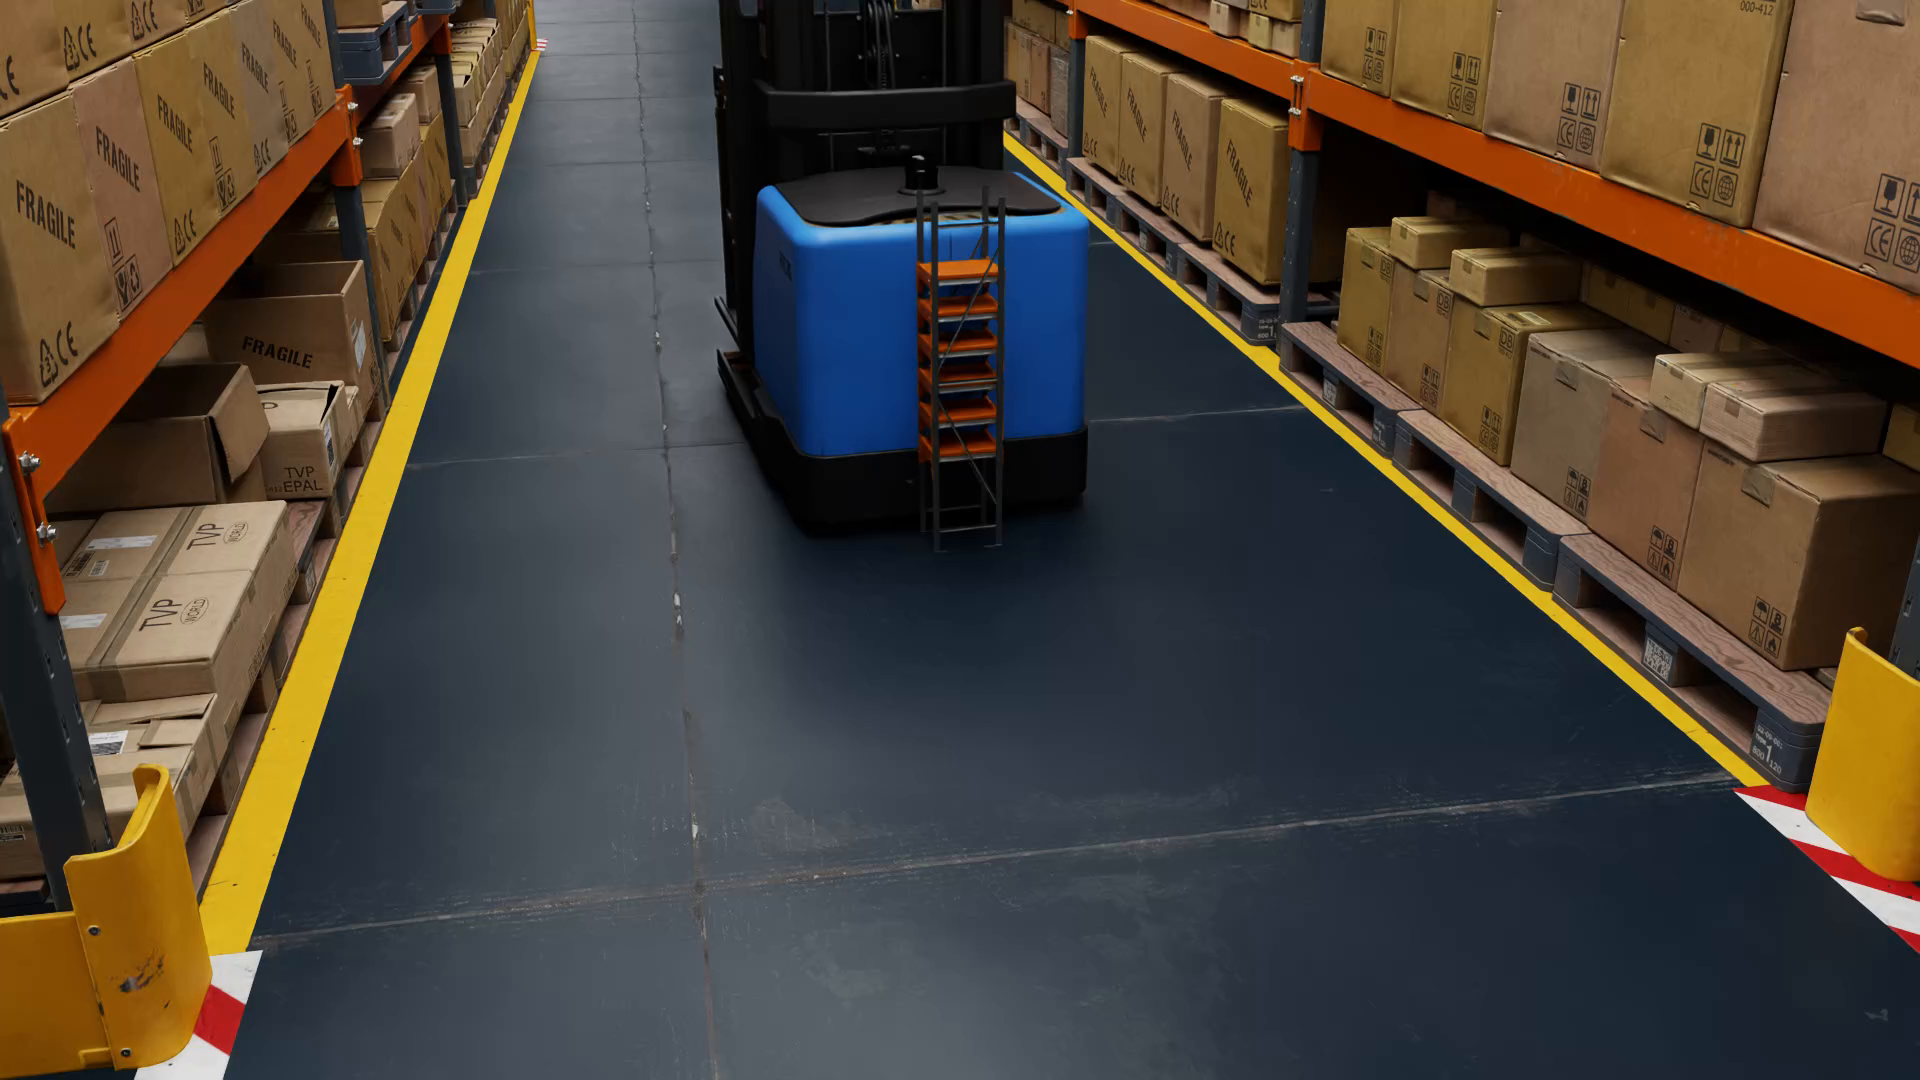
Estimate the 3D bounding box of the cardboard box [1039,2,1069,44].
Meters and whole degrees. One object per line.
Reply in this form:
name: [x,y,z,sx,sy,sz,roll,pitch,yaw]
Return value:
cardboard box: [0.903,-3.943,12.666,0.500,0.250,0.500,-4,24,-10]

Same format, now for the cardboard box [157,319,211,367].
cardboard box: [-3.032,-0.680,6.368,0.500,0.311,0.500,-4,24,-10]

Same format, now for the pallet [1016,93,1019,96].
pallet: [0.637,-3.822,14.238,1.003,0.211,1.213,-4,24,-10]

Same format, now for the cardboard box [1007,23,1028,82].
cardboard box: [0.788,-3.975,13.676,0.700,0.500,0.500,-5,24,-11]

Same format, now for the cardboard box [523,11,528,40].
cardboard box: [-4.622,-5.159,16.725,0.500,0.250,0.500,-4,24,-10]

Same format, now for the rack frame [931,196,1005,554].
rack frame: [0.026,-0.515,5.431,0.240,1.200,0.006,-6,24,-14]

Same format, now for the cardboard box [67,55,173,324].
cardboard box: [-2.081,-0.761,3.619,0.500,0.500,0.500,-5,24,-10]

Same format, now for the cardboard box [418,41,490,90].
cardboard box: [-3.738,-3.491,12.205,0.500,0.311,0.500,-5,24,-10]

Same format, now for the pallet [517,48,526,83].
pallet: [-4.711,-4.557,15.920,1.003,0.211,1.213,-4,24,-10]

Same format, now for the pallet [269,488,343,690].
pallet: [-2.542,0.138,5.172,1.003,0.211,1.213,-4,24,-10]

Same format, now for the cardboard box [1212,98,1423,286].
cardboard box: [1.722,-1.713,8.085,0.750,0.750,0.750,-4,24,-9]

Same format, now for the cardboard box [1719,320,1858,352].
cardboard box: [2.562,-0.562,5.076,0.380,0.149,0.250,-4,24,-9]

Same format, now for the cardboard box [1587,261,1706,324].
cardboard box: [2.420,-0.862,5.764,0.380,0.149,0.250,-5,24,-11]

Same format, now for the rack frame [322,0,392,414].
rack frame: [-2.897,-1.891,6.333,1.000,3.000,0.127,-4,24,-10]

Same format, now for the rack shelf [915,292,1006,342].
rack shelf: [0.001,-0.730,5.433,0.258,0.103,0.180,-6,24,-14]

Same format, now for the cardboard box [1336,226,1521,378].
cardboard box: [2.008,-1.005,6.901,0.700,0.500,0.500,-4,24,-9]

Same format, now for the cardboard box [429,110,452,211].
cardboard box: [-3.233,-2.170,9.545,0.500,0.500,0.500,-3,24,-8]

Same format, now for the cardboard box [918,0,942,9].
cardboard box: [-0.017,-5.240,16.574,0.700,0.500,0.500,-6,24,-13]

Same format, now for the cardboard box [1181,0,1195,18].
cardboard box: [1.400,-2.874,8.871,0.380,0.149,0.250,-4,24,-8]

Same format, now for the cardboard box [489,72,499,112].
cardboard box: [-3.828,-3.429,12.763,0.500,0.250,0.500,-4,24,-9]

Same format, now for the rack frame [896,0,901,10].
rack frame: [-0.249,-6.980,17.983,1.000,3.000,0.127,-4,24,-10]

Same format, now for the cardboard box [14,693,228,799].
cardboard box: [-1.943,0.490,3.870,0.380,0.166,0.250,-4,24,-10]

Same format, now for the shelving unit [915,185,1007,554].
shelving unit: [0.001,-0.551,5.512,0.258,1.200,0.189,-6,24,-14]

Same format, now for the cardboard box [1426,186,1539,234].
cardboard box: [2.176,-1.374,6.936,0.380,0.149,0.250,-4,24,-10]

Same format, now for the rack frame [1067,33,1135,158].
rack frame: [1.231,-3.833,10.778,1.000,3.000,0.127,-4,24,-10]

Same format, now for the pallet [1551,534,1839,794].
pallet: [2.485,0.283,4.838,1.003,0.211,1.213,-4,24,-10]

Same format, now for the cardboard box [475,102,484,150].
cardboard box: [-3.539,-2.823,11.376,0.500,0.250,0.500,-5,24,-11]

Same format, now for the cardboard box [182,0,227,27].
cardboard box: [-2.267,-1.618,4.333,0.500,0.500,0.500,-5,24,-10]

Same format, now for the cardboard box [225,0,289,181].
cardboard box: [-2.359,-1.355,4.980,0.500,0.500,0.500,-4,24,-9]

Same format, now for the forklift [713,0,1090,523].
forklift: [-0.432,-1.966,6.589,1.130,2.935,3.031,-6,24,-14]

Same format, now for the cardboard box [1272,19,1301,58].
cardboard box: [1.630,-2.266,7.479,0.380,0.149,0.250,-4,24,-9]

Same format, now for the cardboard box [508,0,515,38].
cardboard box: [-4.255,-4.716,14.774,0.500,0.500,0.500,-4,24,-10]

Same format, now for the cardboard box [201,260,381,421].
cardboard box: [-2.513,-0.744,6.280,0.500,0.500,0.500,-4,24,-10]

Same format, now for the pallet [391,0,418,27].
pallet: [-3.273,-2.612,8.223,1.003,0.211,1.213,-4,24,-10]

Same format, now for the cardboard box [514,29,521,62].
cardboard box: [-4.339,-4.569,15.376,0.500,0.250,0.500,-4,24,-10]

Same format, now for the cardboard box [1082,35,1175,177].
cardboard box: [1.238,-2.741,10.440,0.750,0.750,0.750,-5,24,-10]

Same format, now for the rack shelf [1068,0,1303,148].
rack shelf: [1.601,-2.717,9.121,1.077,0.370,4.000,-4,24,-10]

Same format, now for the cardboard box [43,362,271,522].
cardboard box: [-2.545,-0.210,5.053,0.797,0.503,0.637,-4,24,-10]

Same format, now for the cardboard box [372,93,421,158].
cardboard box: [-3.025,-2.090,8.424,0.500,0.250,0.500,-5,24,-11]

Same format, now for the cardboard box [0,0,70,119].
cardboard box: [-1.980,-1.016,2.955,0.500,0.500,0.500,-4,24,-8]

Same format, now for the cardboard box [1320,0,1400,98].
cardboard box: [2.055,-2.182,6.624,0.980,0.700,0.700,-4,24,-9]

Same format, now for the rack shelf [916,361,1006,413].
rack shelf: [0.001,-0.510,5.529,0.258,0.103,0.180,-6,24,-14]

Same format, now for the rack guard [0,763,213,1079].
rack guard: [-2.172,0.798,3.299,1.175,0.500,0.348,-4,24,-10]

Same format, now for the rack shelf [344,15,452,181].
rack shelf: [-3.267,-2.348,8.278,1.077,0.370,4.000,-4,24,-10]

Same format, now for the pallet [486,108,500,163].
pallet: [-3.973,-2.993,12.338,1.003,0.211,1.213,-4,24,-10]

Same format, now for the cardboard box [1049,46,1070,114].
cardboard box: [1.065,-3.380,12.314,0.700,0.500,0.500,-4,24,-10]

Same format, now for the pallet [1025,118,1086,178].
pallet: [1.088,-2.863,12.040,1.003,0.211,1.213,-4,24,-10]

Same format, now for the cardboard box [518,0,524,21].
cardboard box: [-4.525,-5.306,16.126,0.500,0.500,0.500,-4,24,-10]

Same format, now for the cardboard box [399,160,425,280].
cardboard box: [-2.942,-1.562,8.152,0.500,0.500,0.500,-4,24,-9]

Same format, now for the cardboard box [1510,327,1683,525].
cardboard box: [2.296,-0.396,5.507,0.700,0.500,0.500,-5,24,-11]

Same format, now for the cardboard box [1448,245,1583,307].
cardboard box: [1.989,-0.949,5.962,0.380,0.149,0.250,-5,24,-11]

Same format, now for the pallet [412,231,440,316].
pallet: [-3.314,-1.412,8.718,1.003,0.211,1.213,-4,24,-10]

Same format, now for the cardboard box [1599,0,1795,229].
cardboard box: [2.460,-1.309,4.624,0.980,0.700,0.700,-4,24,-10]

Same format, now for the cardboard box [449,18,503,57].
cardboard box: [-4.020,-4.089,13.576,0.500,0.311,0.500,-4,24,-10]

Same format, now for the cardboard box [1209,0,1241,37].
cardboard box: [1.450,-2.568,8.171,0.380,0.149,0.250,-4,24,-10]

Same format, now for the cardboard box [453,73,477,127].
cardboard box: [-3.445,-2.882,10.811,0.500,0.311,0.500,-4,24,-8]

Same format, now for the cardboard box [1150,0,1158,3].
cardboard box: [1.292,-3.178,9.569,0.380,0.149,0.250,-4,24,-9]
